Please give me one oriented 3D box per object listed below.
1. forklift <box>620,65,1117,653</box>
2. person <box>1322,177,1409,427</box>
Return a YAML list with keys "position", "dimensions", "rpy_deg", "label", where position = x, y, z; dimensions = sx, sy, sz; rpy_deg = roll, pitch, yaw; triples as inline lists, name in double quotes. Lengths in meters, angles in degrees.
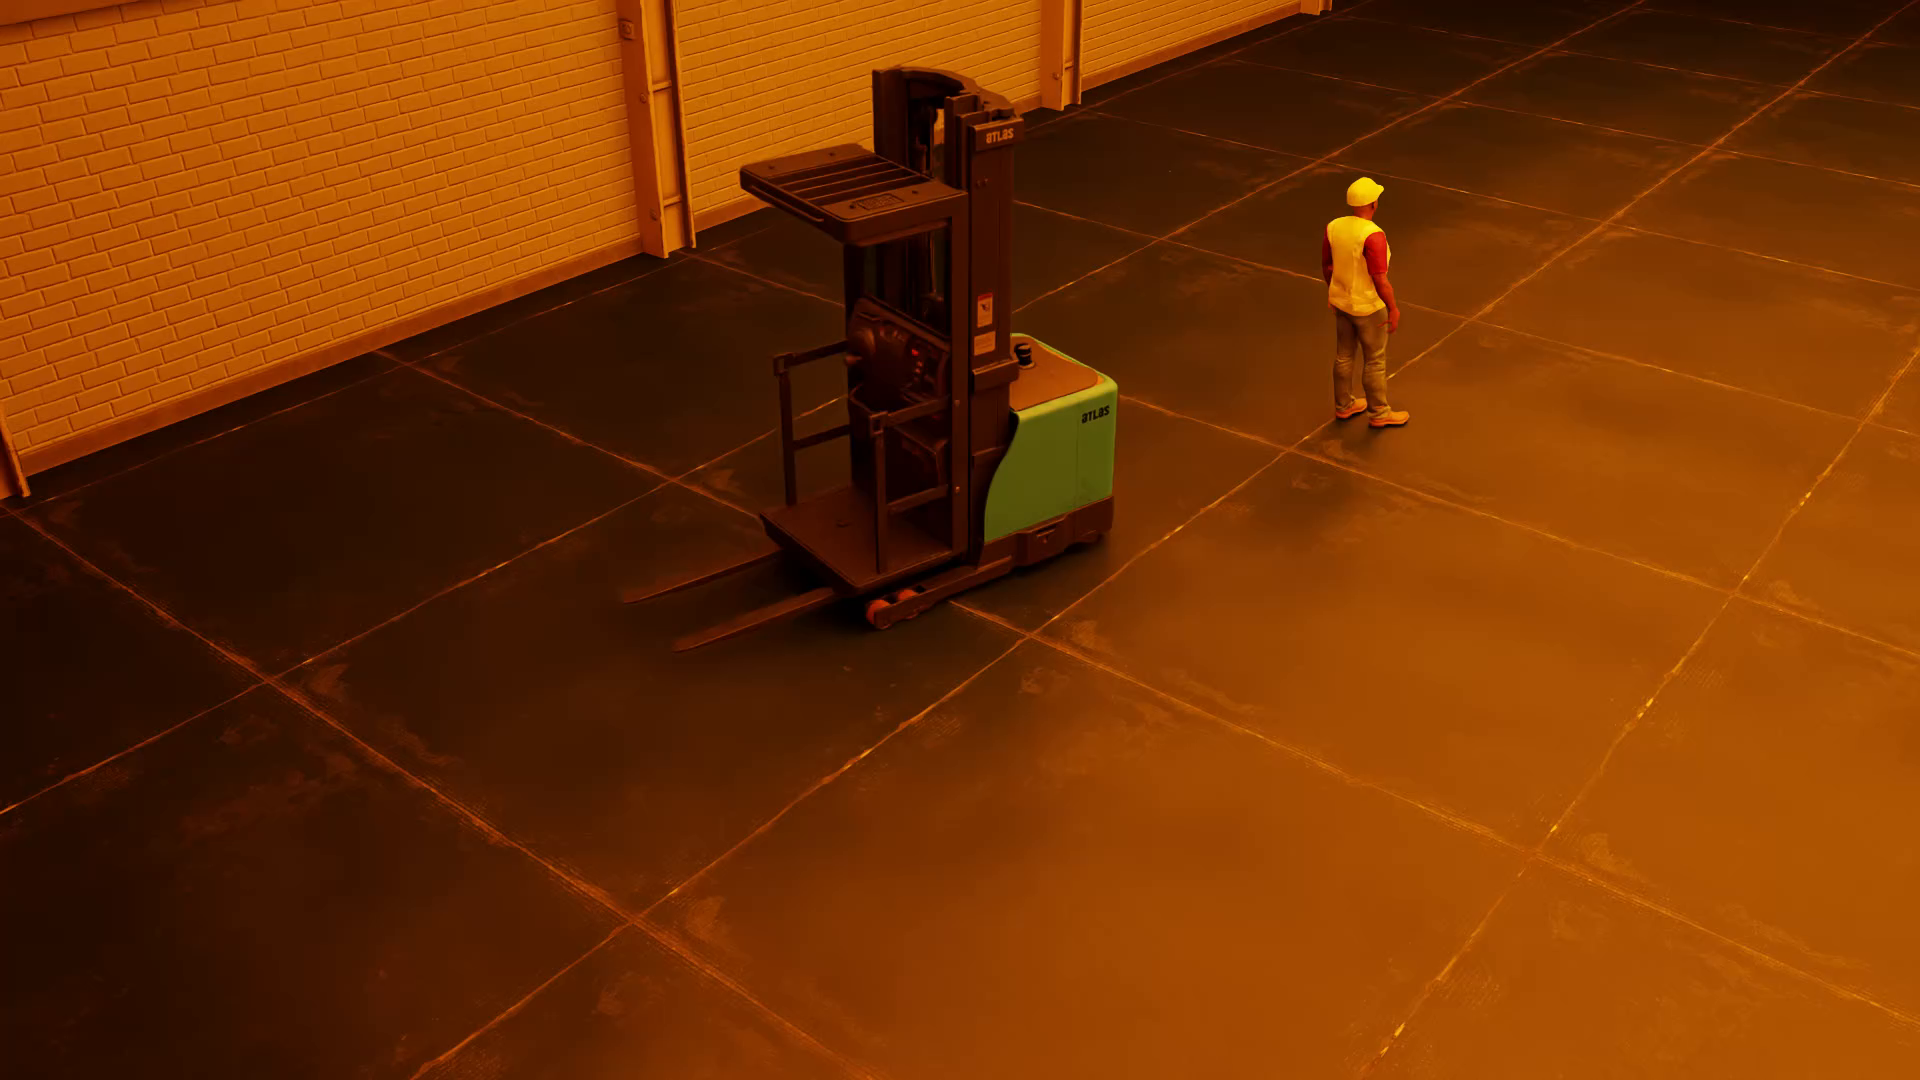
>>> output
- position: [-0.524, -1.052, 9.395]
  dimensions: [3.031, 2.935, 1.130]
  rpy_deg: [-20, 36, -31]
  label: "forklift"
- position: [2.839, -1.672, 11.596]
  dimensions: [0.577, 1.765, 0.666]
  rpy_deg: [-17, 34, -26]
  label: "person"
